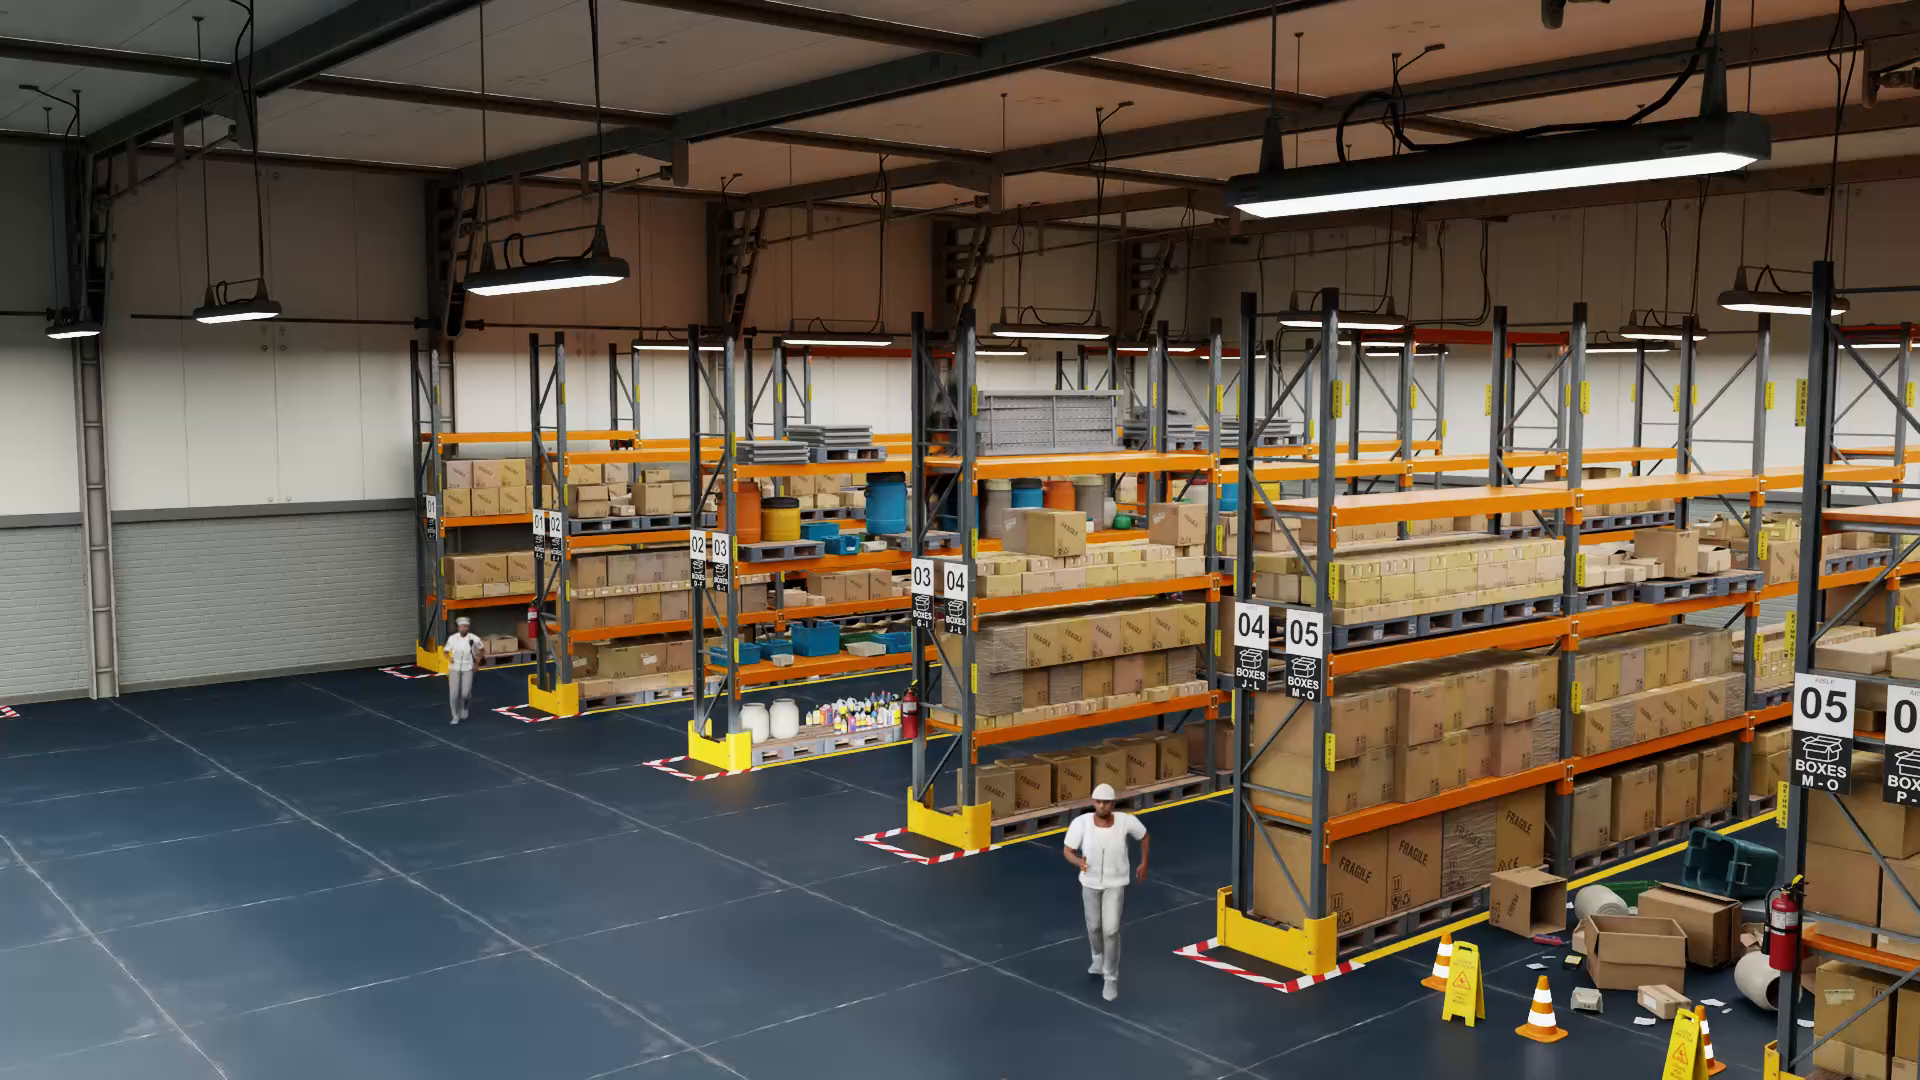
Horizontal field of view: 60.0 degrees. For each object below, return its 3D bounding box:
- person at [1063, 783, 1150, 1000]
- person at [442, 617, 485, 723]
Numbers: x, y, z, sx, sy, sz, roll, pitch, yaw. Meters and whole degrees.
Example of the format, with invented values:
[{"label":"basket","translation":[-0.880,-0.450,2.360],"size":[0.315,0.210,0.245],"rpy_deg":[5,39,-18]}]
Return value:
[{"label":"person","translation":[1.241,2.986,14.245],"size":[0.717,1.846,0.760],"rpy_deg":[1,5,13]},{"label":"person","translation":[-7.596,1.992,25.441],"size":[0.616,1.647,0.571],"rpy_deg":[-1,5,-11]}]
